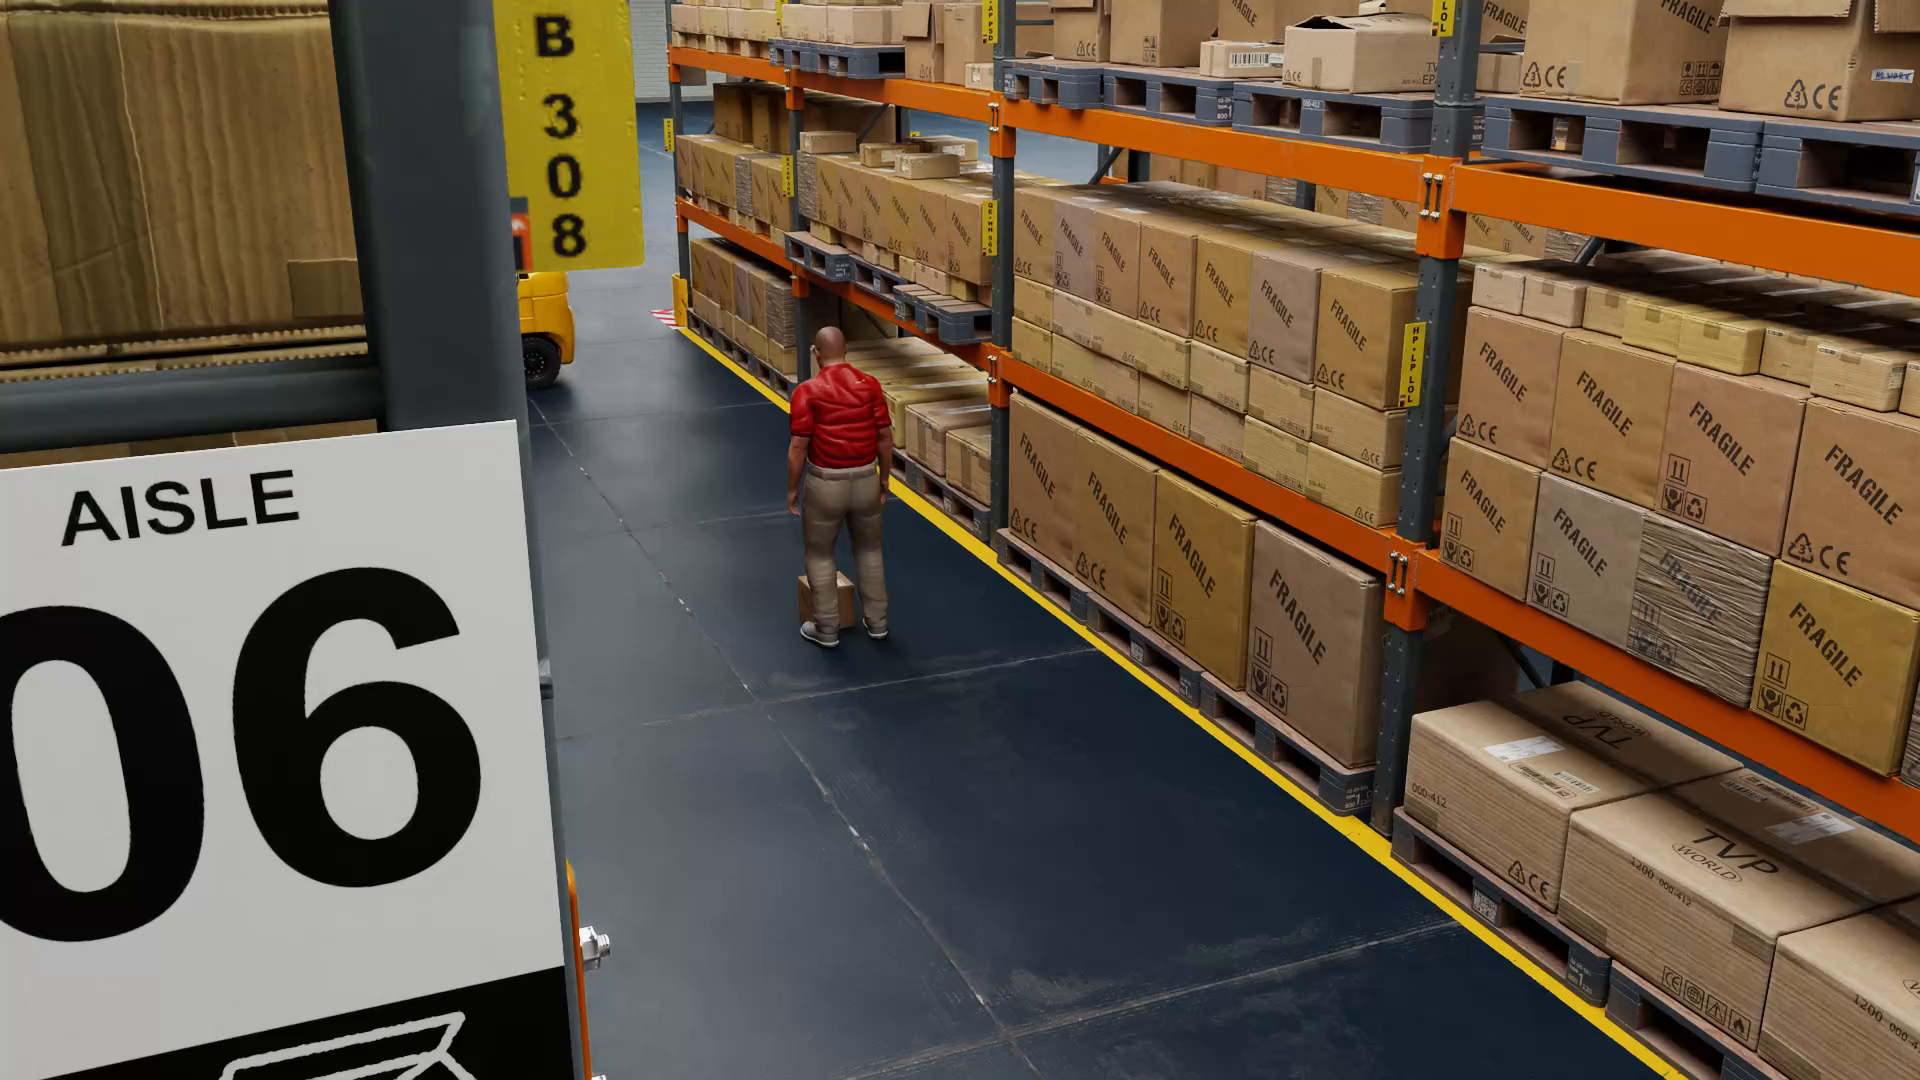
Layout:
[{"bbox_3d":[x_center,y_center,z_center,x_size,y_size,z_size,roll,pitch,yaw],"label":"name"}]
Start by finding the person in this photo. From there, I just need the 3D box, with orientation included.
[{"bbox_3d":[-0.642,-0.281,8.913,0.586,1.727,0.393,-8,20,-22],"label":"person"}]
